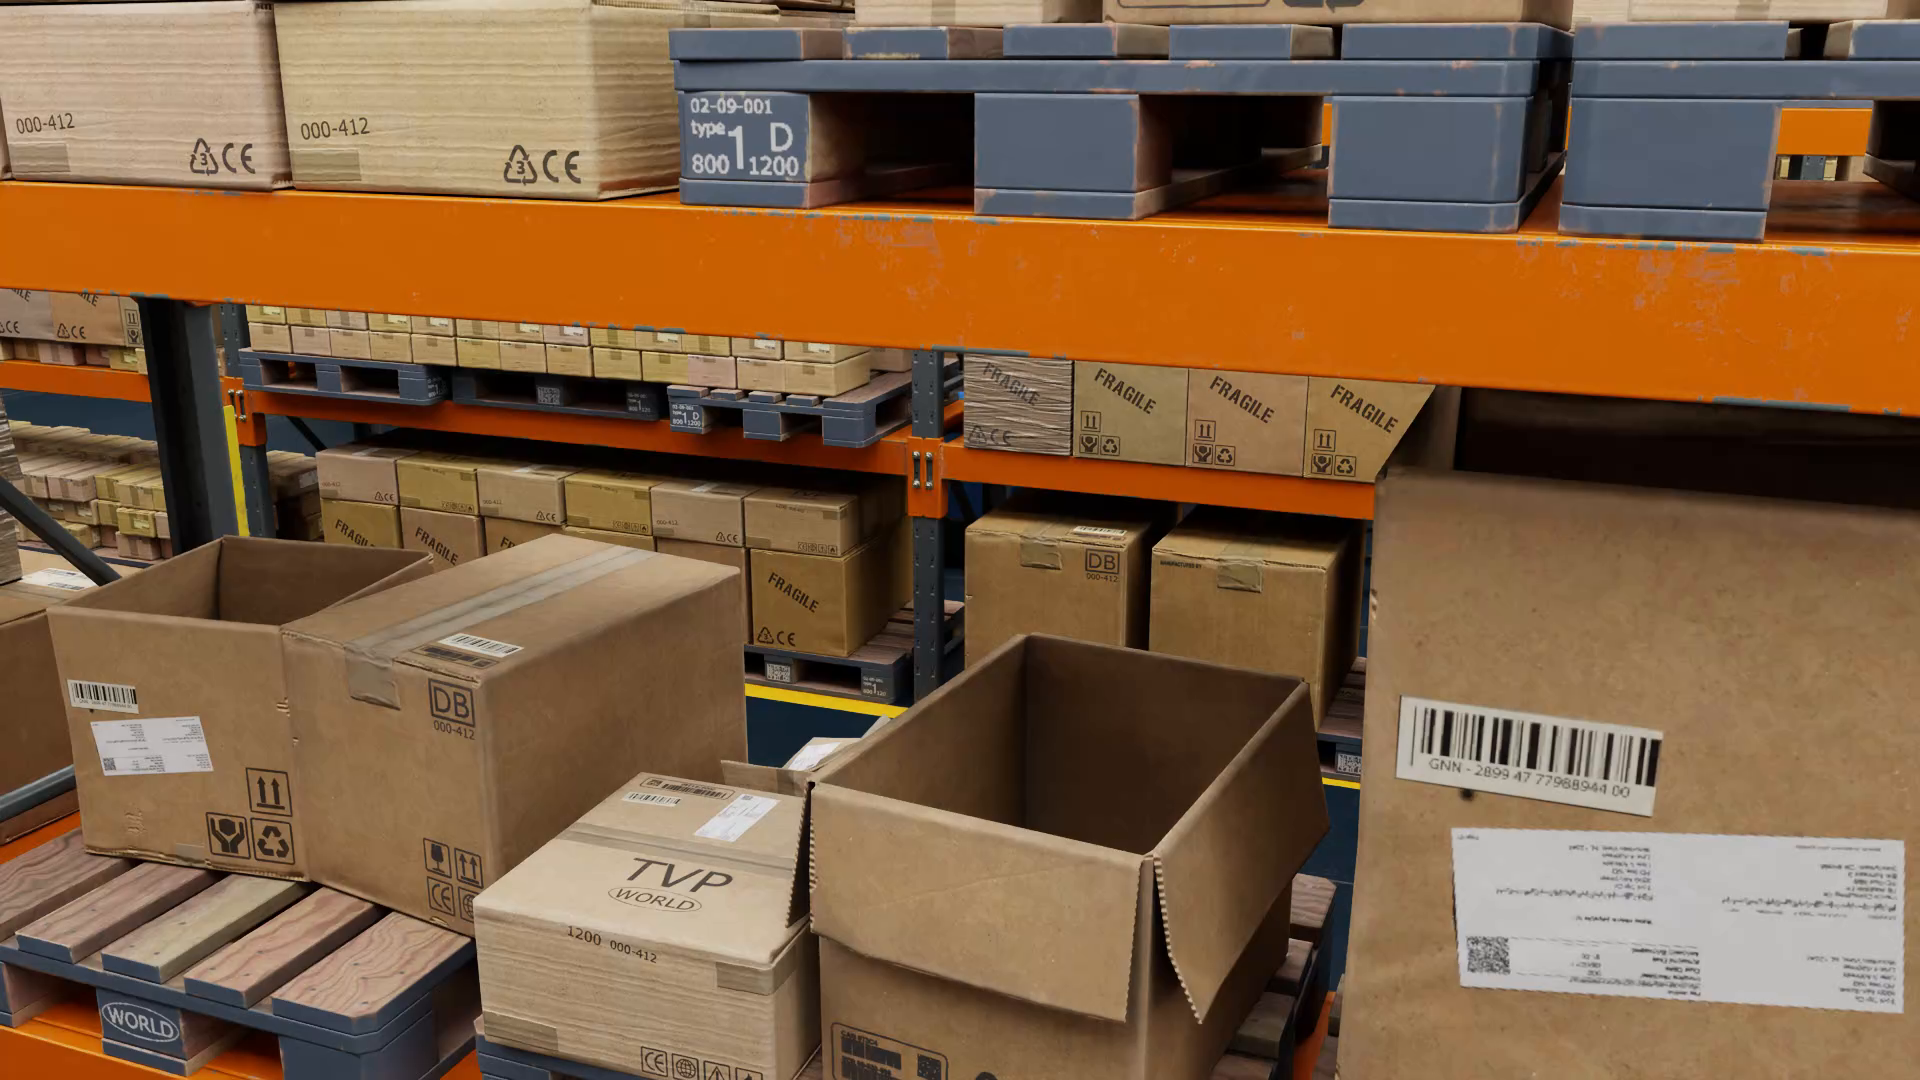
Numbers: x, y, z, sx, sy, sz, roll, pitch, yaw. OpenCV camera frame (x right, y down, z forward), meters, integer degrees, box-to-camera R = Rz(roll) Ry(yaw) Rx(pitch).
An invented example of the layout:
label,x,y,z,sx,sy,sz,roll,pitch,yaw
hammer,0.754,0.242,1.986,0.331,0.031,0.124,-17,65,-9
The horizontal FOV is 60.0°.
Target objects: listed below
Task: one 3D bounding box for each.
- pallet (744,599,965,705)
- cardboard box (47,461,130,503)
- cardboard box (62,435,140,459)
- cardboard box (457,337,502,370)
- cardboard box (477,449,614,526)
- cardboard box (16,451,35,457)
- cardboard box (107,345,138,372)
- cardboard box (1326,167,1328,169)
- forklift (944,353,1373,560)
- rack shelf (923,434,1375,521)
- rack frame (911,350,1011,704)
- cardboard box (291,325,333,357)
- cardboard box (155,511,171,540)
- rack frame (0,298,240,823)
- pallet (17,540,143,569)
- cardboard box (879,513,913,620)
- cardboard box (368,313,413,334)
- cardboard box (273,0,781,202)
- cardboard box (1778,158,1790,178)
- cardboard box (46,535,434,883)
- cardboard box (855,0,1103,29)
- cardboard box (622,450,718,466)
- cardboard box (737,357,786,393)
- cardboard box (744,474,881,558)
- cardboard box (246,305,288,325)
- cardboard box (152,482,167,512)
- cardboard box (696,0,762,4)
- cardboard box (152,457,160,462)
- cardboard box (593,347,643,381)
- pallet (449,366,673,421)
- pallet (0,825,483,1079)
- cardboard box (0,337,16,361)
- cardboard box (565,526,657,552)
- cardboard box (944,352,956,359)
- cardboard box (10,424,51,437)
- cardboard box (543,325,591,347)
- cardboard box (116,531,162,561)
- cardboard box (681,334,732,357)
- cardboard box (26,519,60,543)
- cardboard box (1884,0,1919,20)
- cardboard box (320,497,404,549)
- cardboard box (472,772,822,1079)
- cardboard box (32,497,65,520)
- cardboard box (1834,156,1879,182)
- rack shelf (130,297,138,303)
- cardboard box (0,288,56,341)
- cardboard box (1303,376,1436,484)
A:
label,x,y,z,sx,sy,sz,roll,pitch,yaw
pallet,-0.706,0.499,8.576,1.213,0.211,1.003,6,17,21
cardboard box,-5.112,-0.346,9.779,0.250,0.149,0.380,5,17,18
cardboard box,-5.389,-0.543,10.456,0.250,0.149,0.380,6,17,21
cardboard box,-2.286,-0.958,8.292,0.250,0.149,0.380,6,17,20
cardboard box,-2.141,-0.279,8.640,0.500,0.250,0.500,7,18,23
cardboard box,-5.827,-0.425,10.052,0.250,0.149,0.380,7,17,21
cardboard box,-4.559,-1.058,9.388,0.250,0.149,0.380,7,18,23
cardboard box,3.749,-3.592,16.325,0.250,0.149,0.380,7,18,22
forklift,1.096,-1.297,9.886,3.031,2.935,1.130,5,17,16
rack shelf,1.881,-0.210,7.306,4.000,0.370,1.077,6,17,21
rack frame,0.020,-0.760,7.911,0.127,3.000,1.000,6,17,21
cardboard box,-3.243,-1.064,8.655,0.250,0.149,0.380,7,17,22
cardboard box,-4.367,-0.119,9.529,0.250,0.149,0.380,5,17,18
rack frame,-1.894,0.516,3.515,0.127,3.000,1.000,6,17,21
pallet,-5.477,-0.014,10.343,1.213,0.211,1.003,6,17,21
cardboard box,-0.544,0.100,8.678,0.500,0.500,0.500,6,17,18
cardboard box,-2.779,-1.155,8.434,0.250,0.149,0.380,5,17,18
cardboard box,-0.591,-0.636,2.371,0.500,0.250,0.500,7,17,22
cardboard box,7.469,-3.325,14.872,0.250,0.149,0.380,7,17,22
cardboard box,-1.377,0.311,3.288,0.500,0.500,0.500,4,17,14
cardboard box,0.047,-0.771,2.233,0.250,0.166,0.380,6,17,19
cardboard box,-1.460,-0.360,8.920,0.500,0.250,0.500,6,17,21
cardboard box,-0.837,-0.798,7.740,0.250,0.149,0.380,6,17,20
cardboard box,-0.712,-0.123,8.103,0.500,0.250,0.500,6,17,19
cardboard box,-3.503,-1.233,8.706,0.250,0.149,0.380,7,17,22
cardboard box,-4.379,-0.272,9.524,0.250,0.149,0.380,7,17,21
cardboard box,-0.610,-0.995,2.265,0.500,0.500,0.500,6,17,19
cardboard box,-4.684,-0.454,10.149,0.250,0.149,0.380,6,17,19
cardboard box,-1.558,-0.878,8.014,0.250,0.149,0.380,5,17,18
pallet,-1.836,-0.860,8.599,1.213,0.211,1.003,6,17,21
pallet,-1.192,0.654,3.386,1.003,0.211,1.213,6,17,21
cardboard box,-5.533,-1.158,9.734,0.250,0.149,0.380,7,17,22
cardboard box,-1.667,0.135,8.557,0.500,0.500,0.500,5,17,18
cardboard box,0.302,-1.420,13.242,0.875,0.875,0.875,7,17,21
cardboard box,-6.118,-0.631,10.760,0.250,0.149,0.380,6,17,18
cardboard box,-1.807,-1.048,8.066,0.250,0.149,0.380,7,18,22
cardboard box,-4.671,-0.012,9.695,0.250,0.149,0.380,6,17,19
cardboard box,-1.101,-0.969,7.796,0.250,0.149,0.380,7,17,22
cardboard box,-5.371,-0.103,10.010,0.250,0.149,0.380,7,17,22
cardboard box,1.427,-0.840,1.869,0.637,0.503,0.797,5,17,18
cardboard box,-3.111,-0.026,9.113,0.500,0.500,0.500,7,18,23
cardboard box,-0.419,0.618,2.682,0.500,0.250,0.500,6,17,19
cardboard box,-5.306,-0.246,9.968,0.250,0.149,0.380,5,17,18
cardboard box,5.793,-2.215,10.416,0.500,0.500,0.700,6,17,20
rack shelf,-3.754,-0.783,3.902,4.000,0.370,1.077,6,17,21
cardboard box,-5.199,-1.441,9.543,0.500,0.500,0.500,6,17,20
cardboard box,1.745,-0.537,6.965,0.500,0.500,0.500,6,17,20
